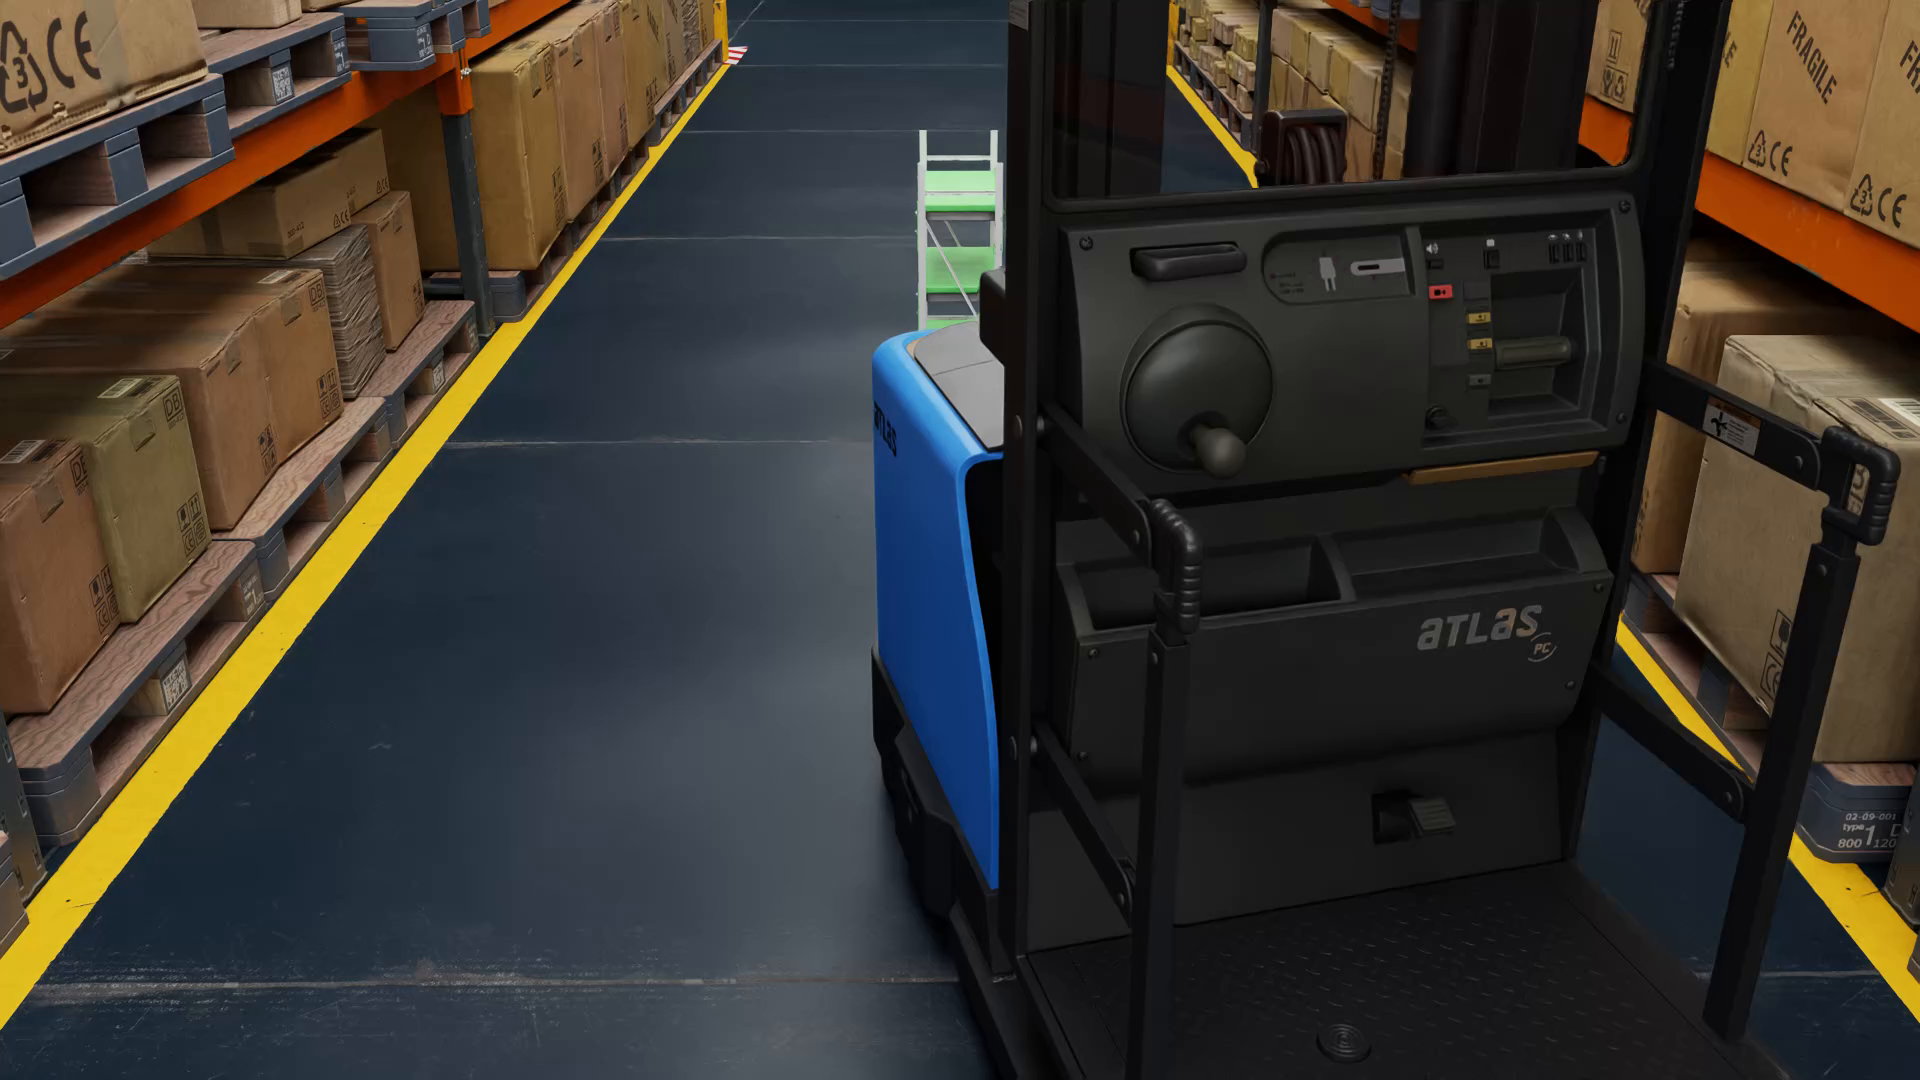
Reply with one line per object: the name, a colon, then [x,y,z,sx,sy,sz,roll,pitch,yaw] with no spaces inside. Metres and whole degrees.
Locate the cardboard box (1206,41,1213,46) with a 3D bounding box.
cardboard box: [2.118,-3.783,12.925,0.380,0.149,0.250,0,24,0]

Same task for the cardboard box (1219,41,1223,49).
cardboard box: [2.170,-3.799,12.599,0.380,0.149,0.250,1,24,2]

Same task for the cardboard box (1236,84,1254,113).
cardboard box: [2.045,-2.933,11.044,0.380,0.149,0.250,0,24,0]

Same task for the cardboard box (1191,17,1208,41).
cardboard box: [2.028,-4.020,13.086,0.380,0.149,0.250,0,24,1]

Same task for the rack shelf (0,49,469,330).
rack shelf: [-2.505,-1.099,4.914,1.077,0.370,4.000,0,24,-1]

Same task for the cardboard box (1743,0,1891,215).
cardboard box: [2.199,-1.051,3.813,0.500,0.500,0.500,-1,24,-1]

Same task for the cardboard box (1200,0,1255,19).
cardboard box: [2.096,-4.155,13.025,0.380,0.149,0.250,-1,24,-3]

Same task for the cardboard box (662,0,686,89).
cardboard box: [-2.508,-3.766,12.006,0.875,0.875,0.875,0,24,-1]

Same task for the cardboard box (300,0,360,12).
cardboard box: [-2.375,-2.036,5.481,0.700,0.500,0.500,3,25,7]

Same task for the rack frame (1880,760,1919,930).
rack frame: [2.477,-0.584,2.901,1.000,3.000,0.127,0,24,-1]

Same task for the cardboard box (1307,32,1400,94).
cardboard box: [2.143,-2.539,8.838,0.500,0.250,0.500,1,24,1]

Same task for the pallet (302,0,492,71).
pallet: [-2.413,-1.871,5.979,1.213,0.211,1.003,0,24,-1]

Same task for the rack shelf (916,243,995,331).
rack shelf: [-0.002,-0.775,5.081,0.258,0.148,0.480,0,24,-1]

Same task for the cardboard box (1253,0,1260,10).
cardboard box: [2.551,-4.371,13.503,0.380,0.149,0.250,0,24,0]

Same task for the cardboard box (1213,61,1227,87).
cardboard box: [2.034,-3.359,11.987,0.380,0.149,0.250,0,24,-1]

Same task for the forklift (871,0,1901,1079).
forklift: [0.669,-0.280,2.312,1.130,2.935,3.031,-6,25,-14]

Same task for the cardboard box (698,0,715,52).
cardboard box: [-2.527,-4.508,13.646,0.875,0.875,0.875,0,24,-1]

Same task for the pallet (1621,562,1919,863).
pallet: [2.394,0.369,4.178,1.003,0.211,1.213,0,24,-1]

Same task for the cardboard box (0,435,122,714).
cardboard box: [-2.469,0.082,3.928,0.700,0.500,0.500,-2,24,-5]

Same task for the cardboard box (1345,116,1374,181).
cardboard box: [2.163,-1.768,8.044,0.500,0.500,0.500,1,24,2]

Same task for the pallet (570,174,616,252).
pallet: [-2.471,-1.807,8.990,1.003,0.211,1.213,0,24,-1]

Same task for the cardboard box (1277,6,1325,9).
cardboard box: [2.571,-3.938,12.546,0.380,0.149,0.250,-1,24,-2]

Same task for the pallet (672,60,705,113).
pallet: [-2.517,-3.447,12.615,1.003,0.211,1.213,0,24,-1]

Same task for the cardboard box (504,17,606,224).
cardboard box: [-2.516,-2.126,8.380,1.225,0.875,0.875,0,24,0]

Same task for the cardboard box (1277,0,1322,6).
cardboard box: [2.620,-4.158,13.032,0.380,0.149,0.250,-1,24,-3]

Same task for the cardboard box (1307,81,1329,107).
cardboard box: [2.160,-2.193,8.983,0.500,0.500,0.500,0,24,0]

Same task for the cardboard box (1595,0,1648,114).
cardboard box: [2.185,-1.469,4.736,0.500,0.500,0.500,-1,24,-1]

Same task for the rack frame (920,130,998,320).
rack frame: [-0.004,-0.715,5.376,0.240,1.200,0.015,0,24,-1]

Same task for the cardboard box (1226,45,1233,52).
cardboard box: [2.106,-3.467,11.865,0.380,0.149,0.250,0,24,1]

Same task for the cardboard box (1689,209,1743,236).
cardboard box: [2.363,-0.787,5.570,1.050,0.750,0.750,0,24,0]

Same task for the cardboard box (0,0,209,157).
cardboard box: [-2.352,-1.396,3.459,1.000,1.000,1.000,0,24,0]

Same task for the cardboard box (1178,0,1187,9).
cardboard box: [2.013,-4.475,13.731,0.380,0.149,0.250,-1,24,-3]

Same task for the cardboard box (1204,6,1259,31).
cardboard box: [2.047,-3.932,12.532,0.380,0.149,0.250,0,24,0]

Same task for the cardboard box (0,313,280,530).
cardboard box: [-2.461,-0.345,4.872,0.700,0.500,0.500,-2,24,-5]

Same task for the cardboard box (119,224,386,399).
cardboard box: [-2.481,-0.808,5.897,0.700,0.500,0.500,-2,24,-5]

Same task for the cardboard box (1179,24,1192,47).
cardboard box: [2.032,-4.204,13.854,0.380,0.149,0.250,0,24,1]

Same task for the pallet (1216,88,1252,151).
pallet: [2.347,-2.886,11.376,1.003,0.211,1.213,0,24,-1]

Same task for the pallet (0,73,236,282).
pallet: [-2.346,-0.831,3.681,1.003,0.211,1.213,0,24,-1]

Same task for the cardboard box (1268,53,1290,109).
cardboard box: [2.133,-2.627,9.942,0.500,0.500,0.500,1,24,1]

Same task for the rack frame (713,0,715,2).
rack frame: [-2.614,-5.548,13.877,1.000,3.000,0.127,0,24,-1]

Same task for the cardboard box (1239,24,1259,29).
cardboard box: [2.149,-3.504,11.586,0.380,0.149,0.250,1,24,1]

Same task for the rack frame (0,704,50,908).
rack frame: [-2.483,-0.603,2.943,1.000,3.000,0.127,0,24,-1]

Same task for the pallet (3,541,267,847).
pallet: [-2.493,0.347,4.227,1.003,0.211,1.213,0,24,-1]

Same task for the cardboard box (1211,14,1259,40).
cardboard box: [2.038,-3.726,12.077,0.380,0.149,0.250,-1,24,-2]

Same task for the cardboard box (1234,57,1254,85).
cardboard box: [2.053,-3.148,11.159,0.380,0.149,0.250,-1,24,-3]

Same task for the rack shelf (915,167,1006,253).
rack shelf: [-0.002,-0.994,4.982,0.258,0.148,0.480,0,24,-1]

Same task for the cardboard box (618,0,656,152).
cardboard box: [-2.544,-2.859,10.001,1.225,0.875,0.875,0,24,0]

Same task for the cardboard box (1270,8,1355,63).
cardboard box: [2.134,-2.969,9.788,0.500,0.250,0.500,-1,24,-3]

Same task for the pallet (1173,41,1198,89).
pallet: [2.321,-3.892,13.599,1.003,0.211,1.213,0,24,-1]

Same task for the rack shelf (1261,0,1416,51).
rack shelf: [2.412,-2.728,8.515,1.077,0.370,4.000,0,24,-1]

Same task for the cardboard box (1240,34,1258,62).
cardboard box: [2.084,-3.294,11.122,0.380,0.149,0.250,0,24,0]

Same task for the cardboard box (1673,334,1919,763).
cardboard box: [2.381,-0.005,3.842,1.050,0.750,0.750,0,24,-1]

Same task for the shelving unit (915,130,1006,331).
shelving unit: [-0.002,-0.615,5.154,0.258,1.200,0.503,0,24,-1]

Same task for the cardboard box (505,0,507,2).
cardboard box: [-2.268,-2.711,7.483,0.500,0.500,0.500,-1,24,-2]

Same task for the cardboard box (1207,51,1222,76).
cardboard box: [2.062,-3.566,12.445,0.380,0.149,0.250,0,24,-1]

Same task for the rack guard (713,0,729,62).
rack guard: [-2.615,-4.419,14.414,1.175,0.500,0.348,0,24,-1]

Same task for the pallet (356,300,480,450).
pallet: [-2.520,-0.659,6.450,1.003,0.211,1.213,0,24,-1]

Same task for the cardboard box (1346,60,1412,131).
cardboard box: [2.148,-2.115,7.900,0.500,0.250,0.500,0,24,0]

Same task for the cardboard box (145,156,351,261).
cardboard box: [-2.474,-1.160,5.764,0.500,0.250,0.500,2,24,5]
